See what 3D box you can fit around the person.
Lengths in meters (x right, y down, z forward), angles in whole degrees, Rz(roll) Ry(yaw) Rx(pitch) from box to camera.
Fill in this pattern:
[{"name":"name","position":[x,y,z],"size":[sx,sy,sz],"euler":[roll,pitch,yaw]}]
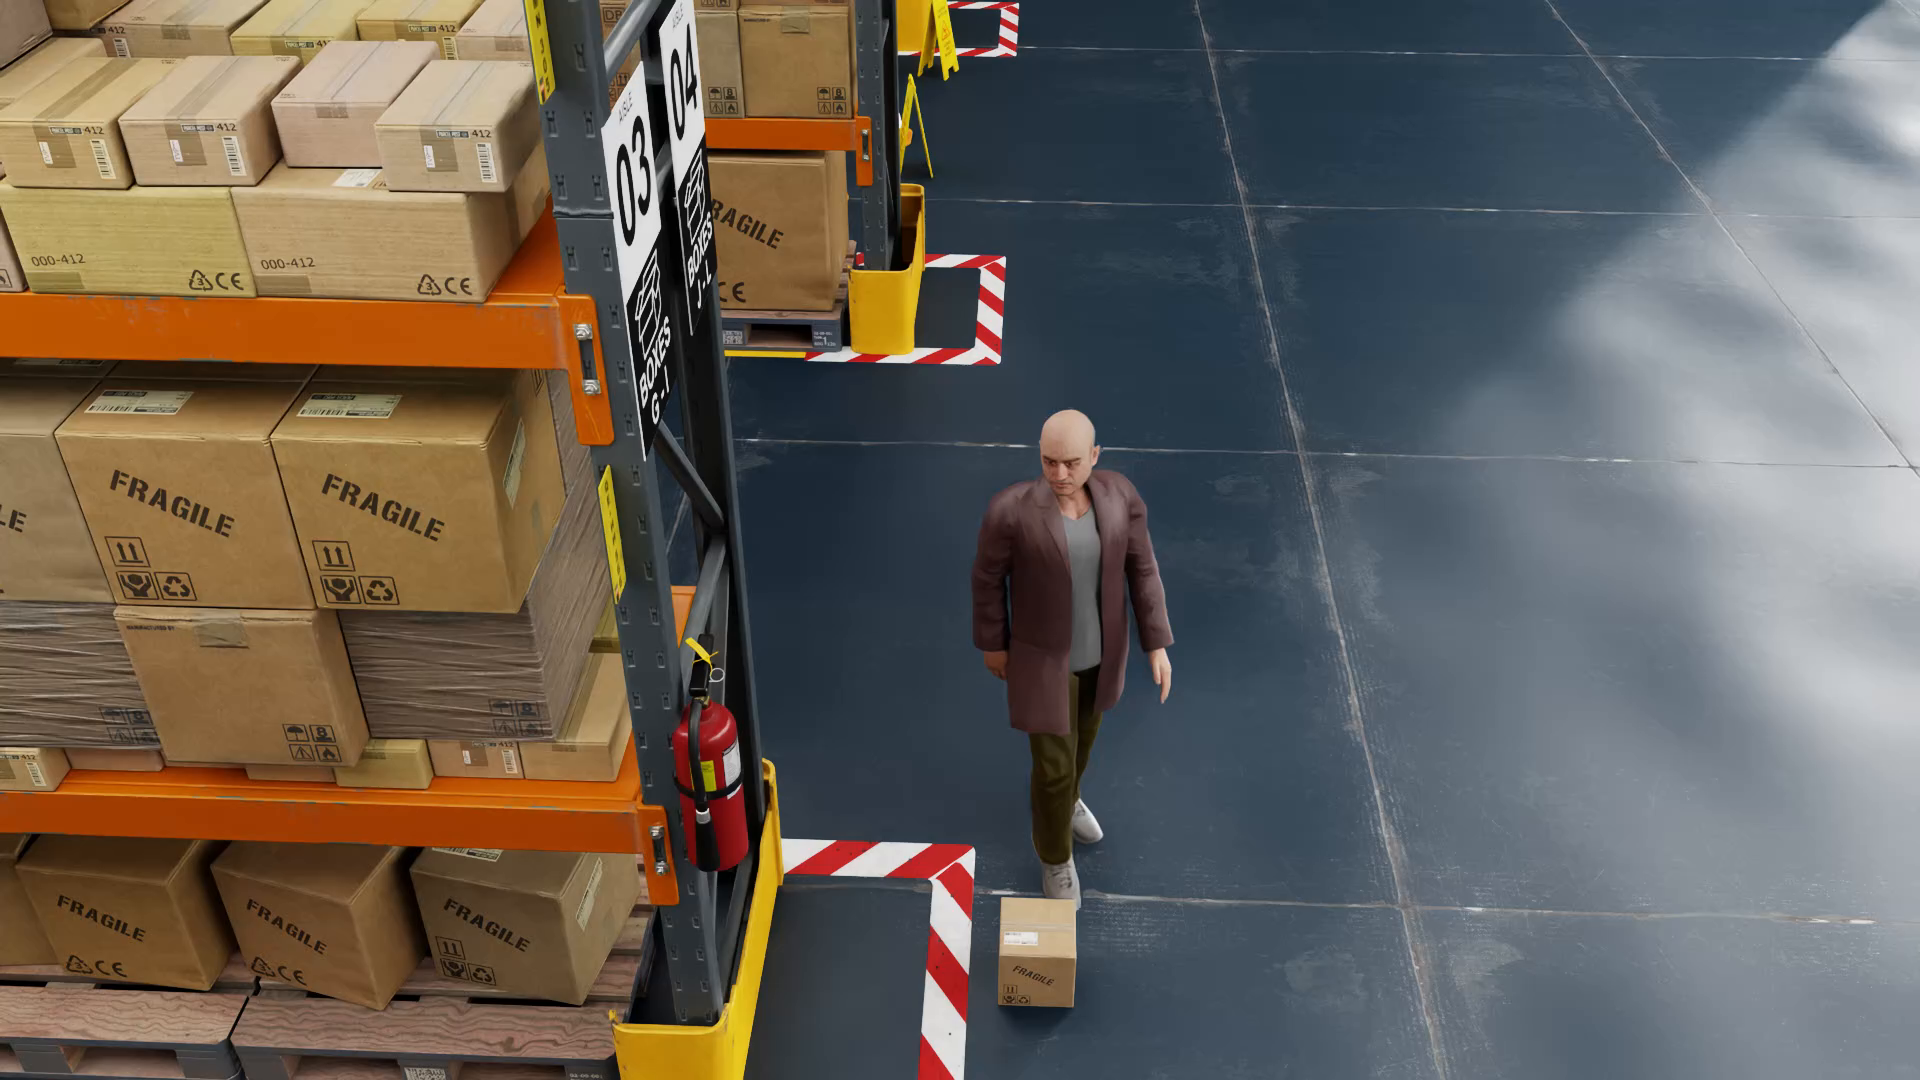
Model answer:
[{"name":"person","position":[0.387,0.414,5.592],"size":[0.595,1.835,0.603],"euler":[-14,38,-19]}]
